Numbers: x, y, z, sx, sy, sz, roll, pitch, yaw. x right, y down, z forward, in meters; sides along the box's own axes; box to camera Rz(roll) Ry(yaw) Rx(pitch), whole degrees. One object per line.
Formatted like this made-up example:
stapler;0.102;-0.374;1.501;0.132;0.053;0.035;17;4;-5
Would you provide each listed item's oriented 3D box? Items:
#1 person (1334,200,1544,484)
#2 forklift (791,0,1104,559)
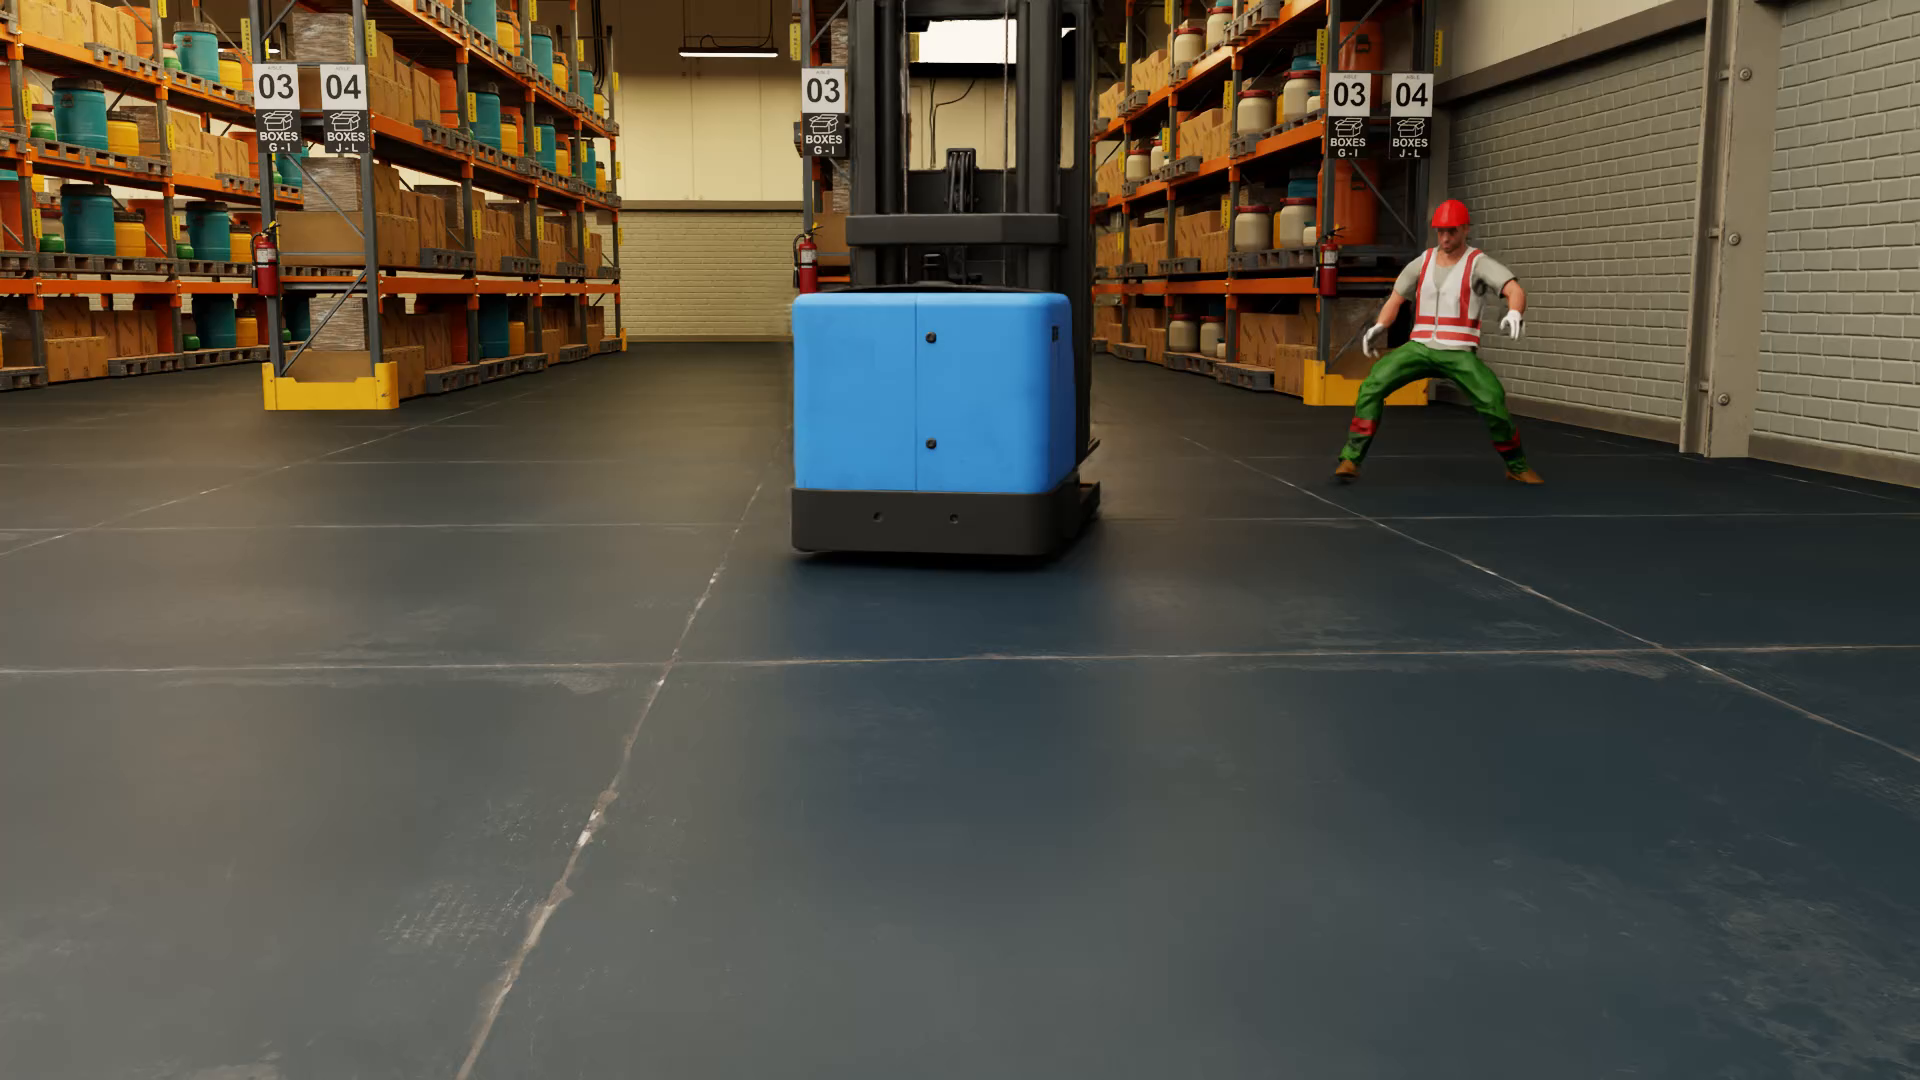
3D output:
person;2.760;-1.104;9.427;1.011;1.626;0.943;7;11;37
forklift;0.083;-1.548;7.757;1.130;2.935;3.031;1;9;10
